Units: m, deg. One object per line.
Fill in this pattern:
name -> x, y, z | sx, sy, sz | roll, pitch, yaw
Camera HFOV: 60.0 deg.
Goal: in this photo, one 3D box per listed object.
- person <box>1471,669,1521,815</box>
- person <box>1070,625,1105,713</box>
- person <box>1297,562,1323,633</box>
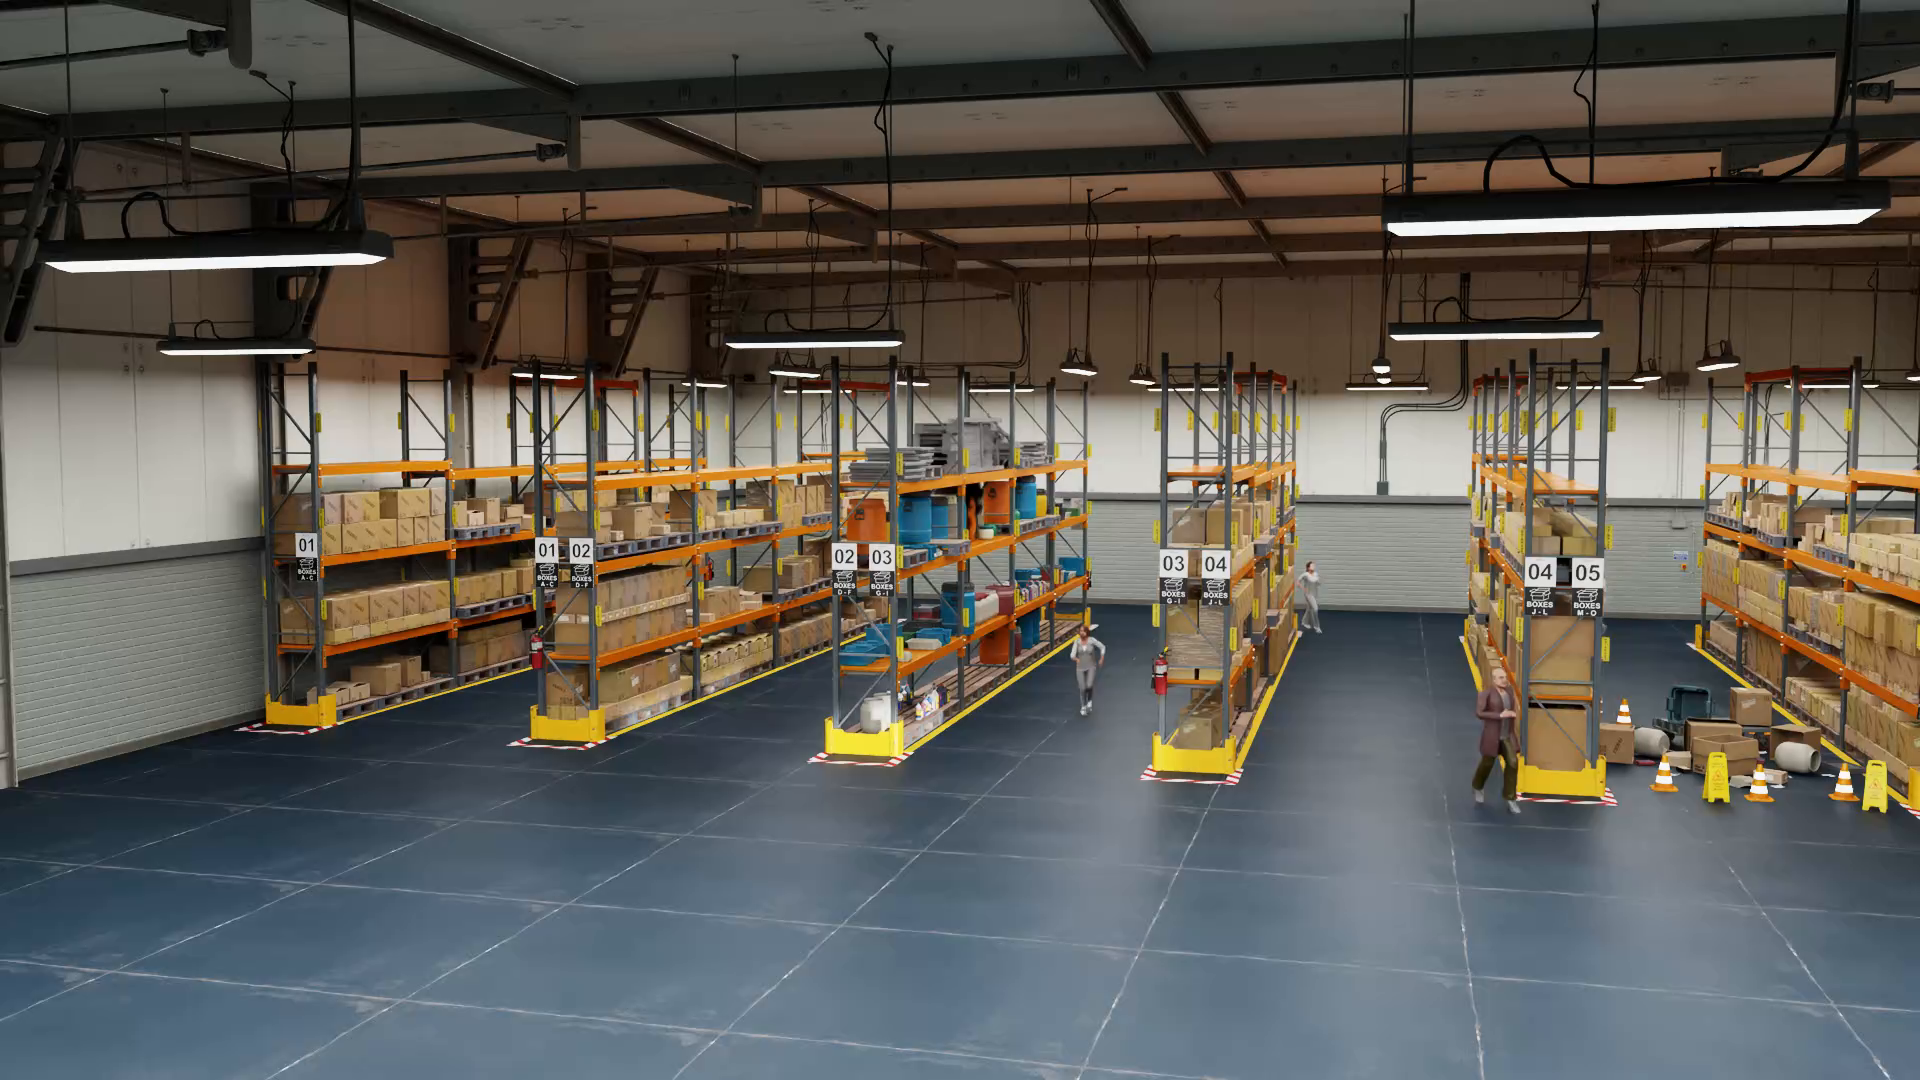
person -> 6.956, 2.584, 21.608 | 0.706, 1.846, 0.897 | -1, 4, -14
person -> 2.164, 2.220, 28.334 | 0.560, 1.555, 0.745 | 1, 4, 14
person -> 8.386, 1.367, 39.897 | 0.569, 1.718, 0.754 | -3, 5, -35
